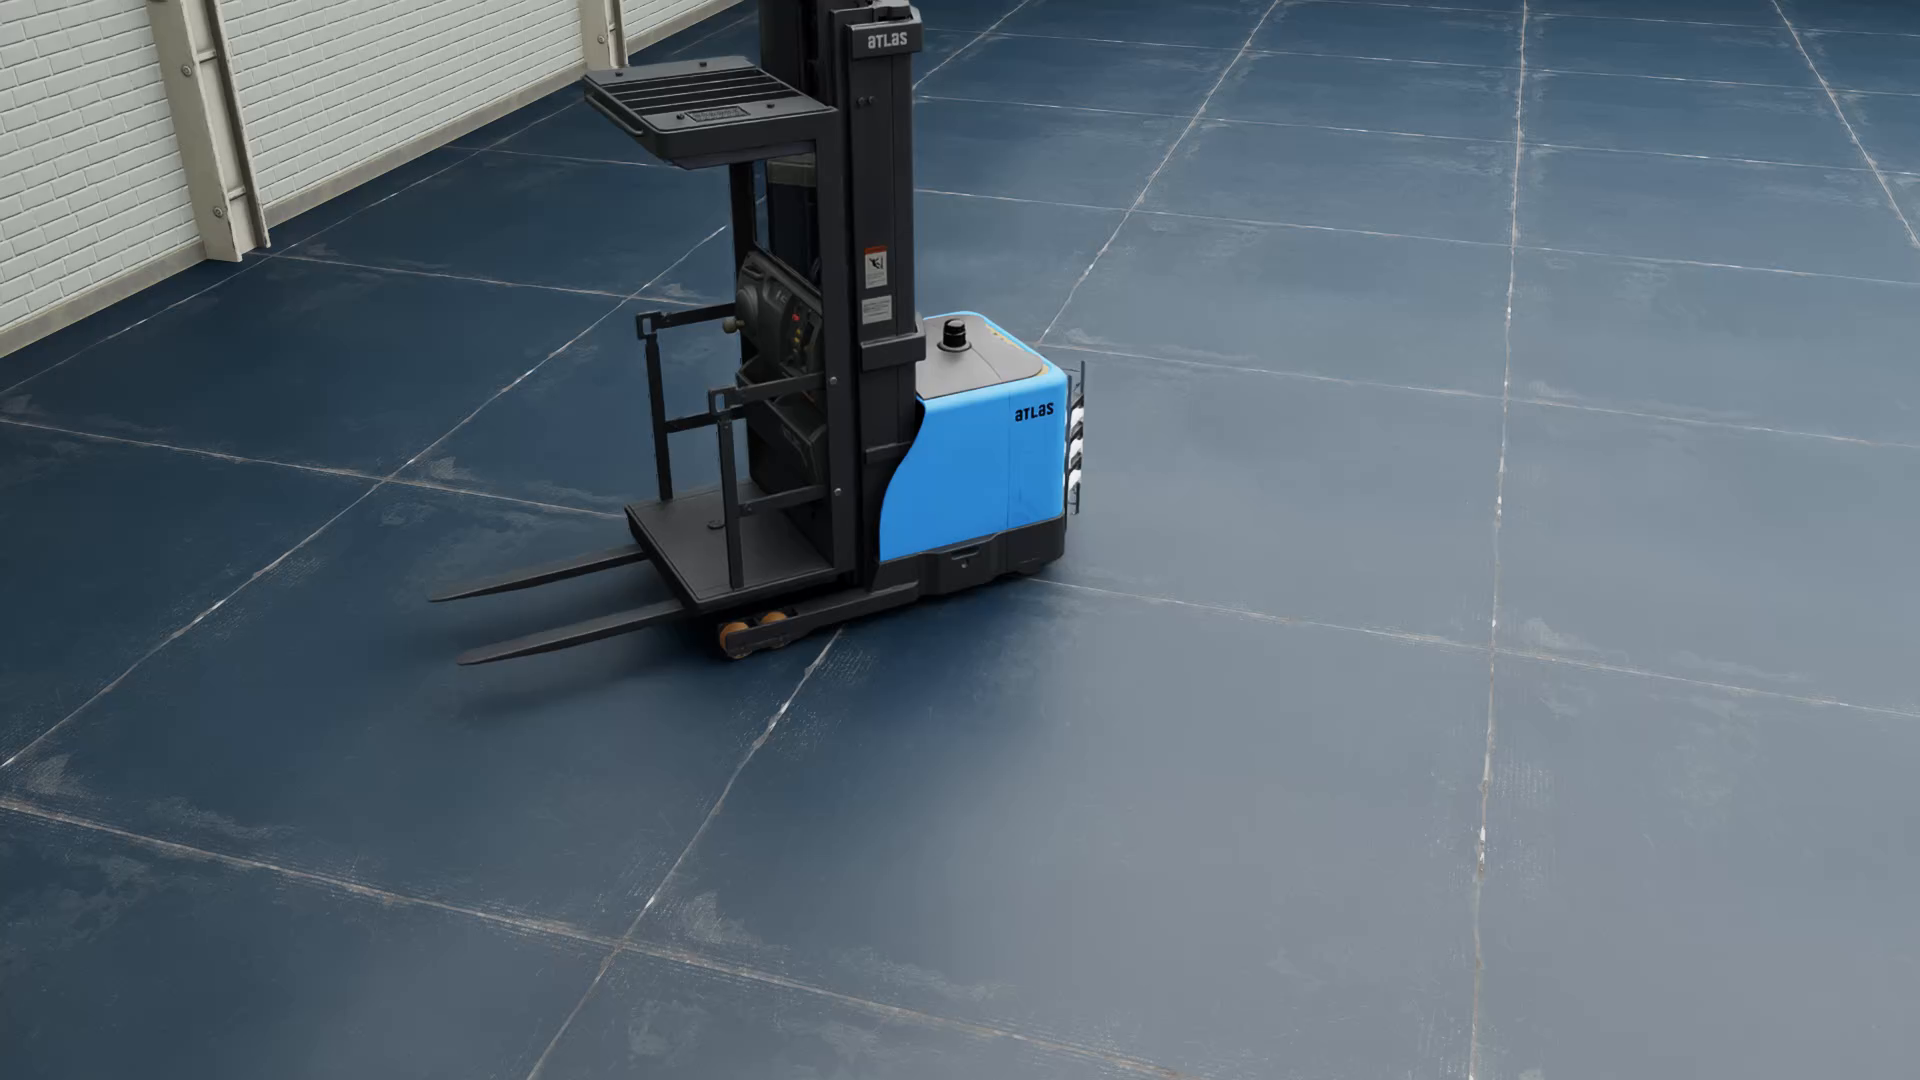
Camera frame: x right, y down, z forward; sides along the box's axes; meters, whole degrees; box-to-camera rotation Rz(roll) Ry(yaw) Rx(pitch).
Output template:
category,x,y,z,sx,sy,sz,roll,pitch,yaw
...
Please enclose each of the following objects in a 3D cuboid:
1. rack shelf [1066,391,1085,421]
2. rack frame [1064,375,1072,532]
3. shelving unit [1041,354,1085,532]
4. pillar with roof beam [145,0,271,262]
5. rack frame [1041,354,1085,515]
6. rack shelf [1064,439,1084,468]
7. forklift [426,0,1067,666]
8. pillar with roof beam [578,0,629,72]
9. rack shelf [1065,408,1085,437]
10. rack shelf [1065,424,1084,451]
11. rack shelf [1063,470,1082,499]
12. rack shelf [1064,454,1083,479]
category,x,y,z,sx,sy,sz,roll,pitch,yaw
rack shelf,0.495,-0.712,8.617,0.258,0.077,0.200,11,31,20
rack frame,0.456,-0.459,8.650,0.240,0.900,0.006,11,31,20
shelving unit,0.495,-0.505,8.732,0.258,0.900,0.210,11,31,20
pillar with roof beam,-1.405,-5.522,9.420,9.100,9.000,0.400,8,30,15
rack frame,0.534,-0.550,8.814,0.240,0.900,0.006,11,31,20
rack shelf,0.495,-0.476,8.748,0.258,0.077,0.200,11,31,20
forklift,-1.017,-1.023,7.573,3.031,2.935,1.130,-14,32,-24
pillar with roof beam,0.356,-8.311,14.433,9.100,9.000,0.400,8,30,15
rack shelf,0.495,-0.633,8.660,0.258,0.077,0.200,11,31,20
rack shelf,0.495,-0.554,8.704,0.258,0.077,0.200,11,31,20
rack shelf,0.495,-0.318,8.835,0.258,0.077,0.200,11,31,20
rack shelf,0.495,-0.397,8.792,0.258,0.077,0.200,11,31,20
